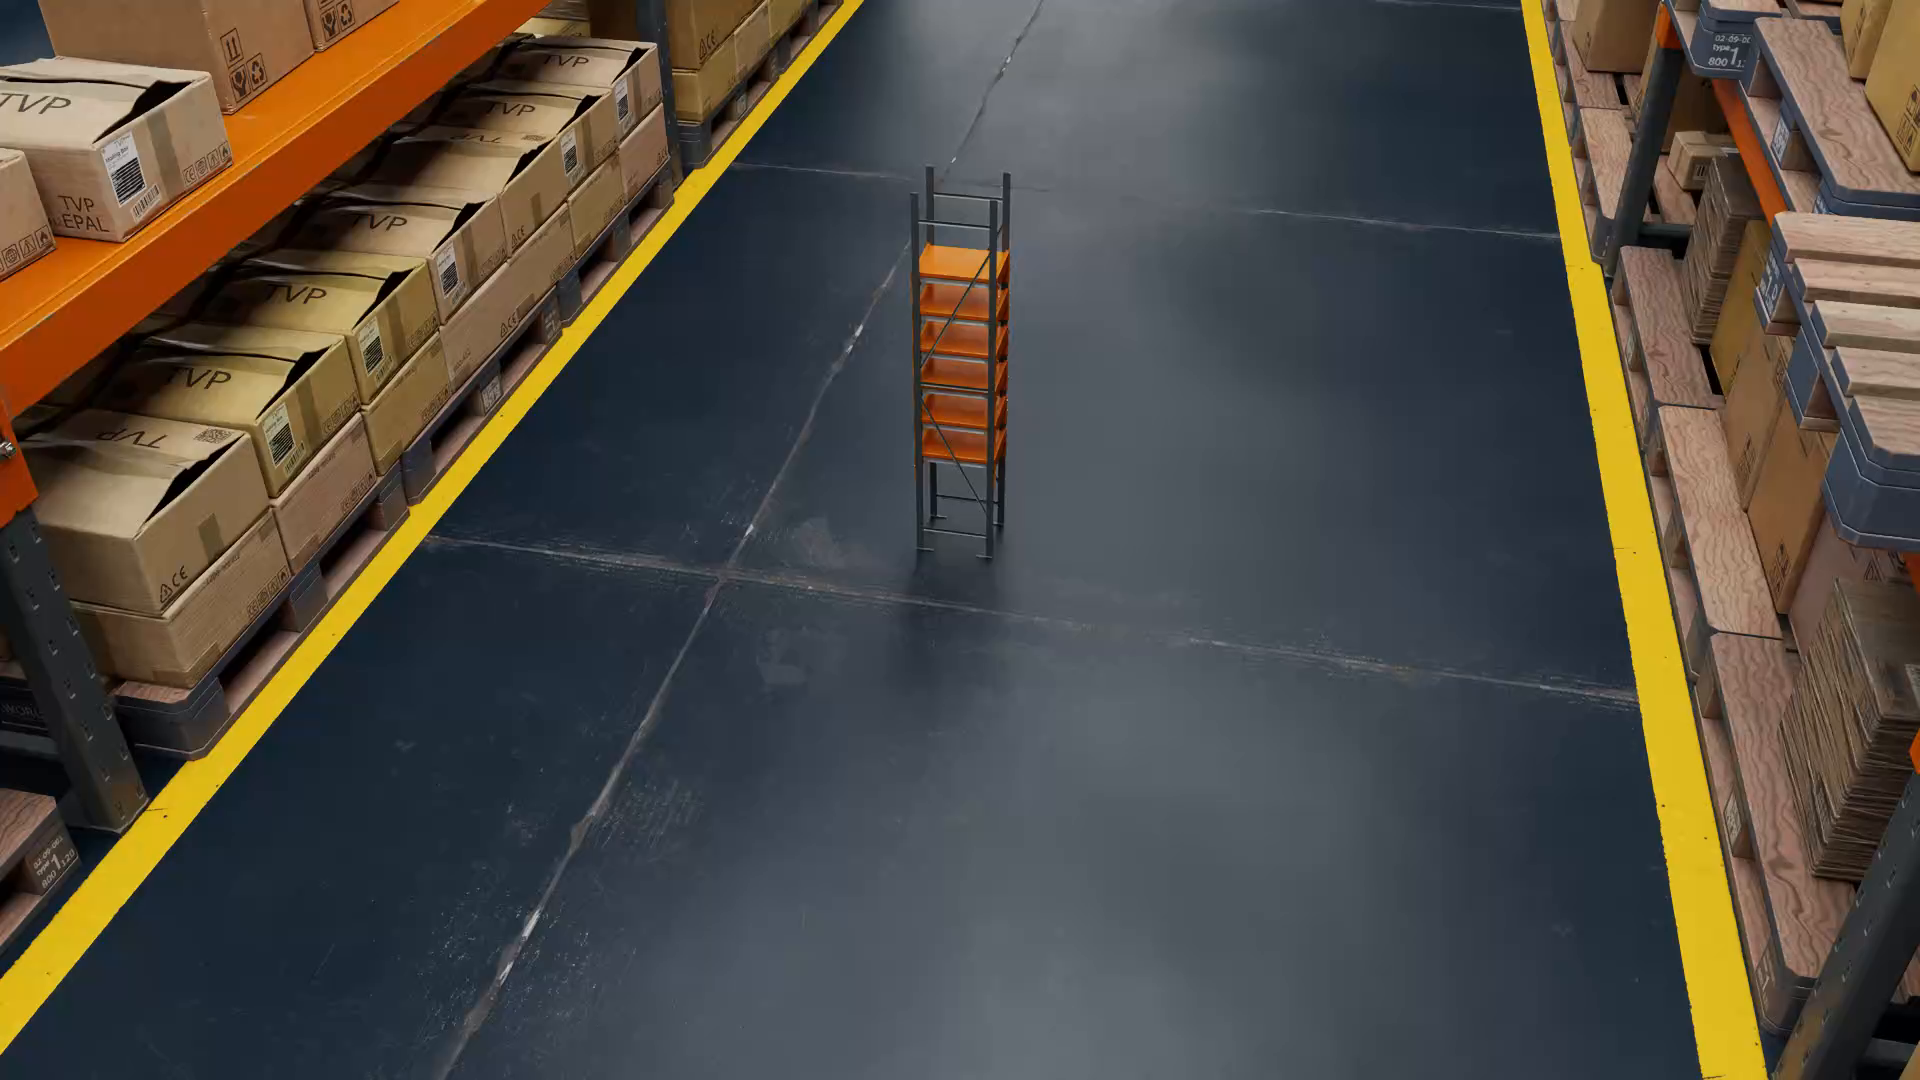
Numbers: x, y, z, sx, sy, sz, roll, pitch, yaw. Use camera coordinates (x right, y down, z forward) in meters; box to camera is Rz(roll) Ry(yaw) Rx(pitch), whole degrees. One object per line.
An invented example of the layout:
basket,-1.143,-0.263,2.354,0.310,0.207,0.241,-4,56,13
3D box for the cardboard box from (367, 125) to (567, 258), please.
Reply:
cardboard box,-1.763,-1.285,5.974,0.500,0.311,0.500,7,37,10

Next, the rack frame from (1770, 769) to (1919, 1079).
rack frame,2.243,0.058,2.614,1.000,3.000,0.127,7,37,10

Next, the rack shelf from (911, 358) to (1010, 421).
rack shelf,0.003,-0.458,4.935,0.258,0.103,0.180,7,37,10

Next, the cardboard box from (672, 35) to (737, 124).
cardboard box,-1.348,-2.139,7.630,0.500,0.250,0.500,7,37,10

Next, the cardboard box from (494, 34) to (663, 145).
cardboard box,-1.549,-1.870,6.781,0.500,0.311,0.500,7,37,10

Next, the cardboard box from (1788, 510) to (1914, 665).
cardboard box,2.569,0.192,4.184,0.700,0.500,0.500,7,37,10

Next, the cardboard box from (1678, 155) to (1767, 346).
cardboard box,2.956,-0.977,5.797,0.700,0.500,0.500,9,37,12

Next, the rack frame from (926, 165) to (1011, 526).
rack frame,0.023,-0.547,4.982,0.240,1.200,0.006,7,37,10

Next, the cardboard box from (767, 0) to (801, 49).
cardboard box,-1.124,-2.711,8.419,0.500,0.250,0.500,7,37,10

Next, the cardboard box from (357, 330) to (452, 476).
cardboard box,-1.987,-0.468,5.325,0.500,0.250,0.500,6,36,9

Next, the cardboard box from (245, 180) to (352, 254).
cardboard box,-2.402,-1.051,5.651,0.500,0.311,0.500,8,37,11

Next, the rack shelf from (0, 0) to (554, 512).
rack shelf,-2.170,-1.416,5.261,1.077,0.370,4.000,7,37,10

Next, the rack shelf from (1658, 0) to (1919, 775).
rack shelf,2.670,-0.797,4.407,1.077,0.370,4.000,7,37,10

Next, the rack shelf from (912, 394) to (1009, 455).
rack shelf,0.003,-0.361,5.006,0.258,0.103,0.180,7,37,10

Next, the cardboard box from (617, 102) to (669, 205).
cardboard box,-1.548,-1.637,6.937,0.500,0.250,0.500,7,37,10

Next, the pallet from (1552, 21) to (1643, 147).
pallet,3.465,-2.197,8.102,1.003,0.211,1.213,7,37,10

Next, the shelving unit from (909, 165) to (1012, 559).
shelving unit,0.003,-0.494,4.909,0.258,1.200,0.189,7,37,10

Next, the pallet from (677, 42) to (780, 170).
pallet,-1.532,-2.176,8.072,1.003,0.211,1.213,7,37,10

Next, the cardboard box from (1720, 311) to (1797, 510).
cardboard box,2.747,-0.387,4.983,0.700,0.500,0.500,8,37,10

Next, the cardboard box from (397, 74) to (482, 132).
cardboard box,-2.186,-1.646,6.472,0.500,0.311,0.500,7,37,9

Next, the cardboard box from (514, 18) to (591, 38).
cardboard box,-1.857,-2.204,7.720,0.500,0.250,0.500,7,37,10

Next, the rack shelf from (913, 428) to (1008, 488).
rack shelf,0.003,-0.264,5.076,0.258,0.103,0.180,7,37,10

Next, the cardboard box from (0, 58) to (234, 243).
cardboard box,-2.217,-1.013,4.168,0.500,0.311,0.500,7,37,9

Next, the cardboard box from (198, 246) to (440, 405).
cardboard box,-1.983,-0.702,5.170,0.500,0.311,0.500,6,36,9

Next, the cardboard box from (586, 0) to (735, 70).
cardboard box,-1.338,-2.441,7.408,0.500,0.500,0.500,7,37,10

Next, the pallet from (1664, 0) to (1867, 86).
pallet,2.792,-1.738,5.255,1.003,0.211,1.213,7,37,10

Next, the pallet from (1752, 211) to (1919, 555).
pallet,2.291,-0.286,3.252,1.213,0.211,1.003,7,37,10

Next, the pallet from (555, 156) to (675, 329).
pallet,-1.862,-1.298,6.861,1.003,0.211,1.213,7,37,10

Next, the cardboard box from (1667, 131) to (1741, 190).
cardboard box,3.182,-1.577,6.909,0.380,0.166,0.250,3,36,4

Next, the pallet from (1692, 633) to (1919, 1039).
pallet,2.411,0.739,4.050,1.003,0.211,1.213,7,37,10

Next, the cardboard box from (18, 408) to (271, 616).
cardboard box,-2.198,-0.108,4.350,0.500,0.311,0.500,9,37,12

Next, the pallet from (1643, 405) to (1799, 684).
pallet,2.674,0.042,5.012,1.003,0.211,1.213,7,37,10

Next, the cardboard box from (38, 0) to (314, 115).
cardboard box,-2.255,-1.565,4.768,0.500,0.500,0.500,5,36,7

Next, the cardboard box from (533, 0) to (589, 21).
cardboard box,-1.739,-2.793,7.894,0.500,0.500,0.500,7,37,10

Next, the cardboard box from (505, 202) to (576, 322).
cardboard box,-1.767,-1.054,6.133,0.500,0.250,0.500,8,37,11

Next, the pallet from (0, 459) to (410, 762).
pallet,-2.383,0.101,4.930,1.003,0.211,1.213,7,37,10

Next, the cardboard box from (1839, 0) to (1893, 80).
cardboard box,2.719,-1.465,4.256,0.700,0.500,0.500,12,38,16

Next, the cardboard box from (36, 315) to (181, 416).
cardboard box,-2.621,-0.475,4.856,0.500,0.311,0.500,7,36,9

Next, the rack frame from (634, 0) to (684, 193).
rack frame,-1.743,-2.854,6.632,1.000,3.000,0.127,7,37,10

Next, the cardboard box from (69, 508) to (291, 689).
cardboard box,-2.198,0.119,4.515,0.500,0.250,0.500,7,37,10

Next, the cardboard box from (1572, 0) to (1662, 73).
cardboard box,3.389,-2.568,7.992,0.700,0.500,0.500,5,36,7
